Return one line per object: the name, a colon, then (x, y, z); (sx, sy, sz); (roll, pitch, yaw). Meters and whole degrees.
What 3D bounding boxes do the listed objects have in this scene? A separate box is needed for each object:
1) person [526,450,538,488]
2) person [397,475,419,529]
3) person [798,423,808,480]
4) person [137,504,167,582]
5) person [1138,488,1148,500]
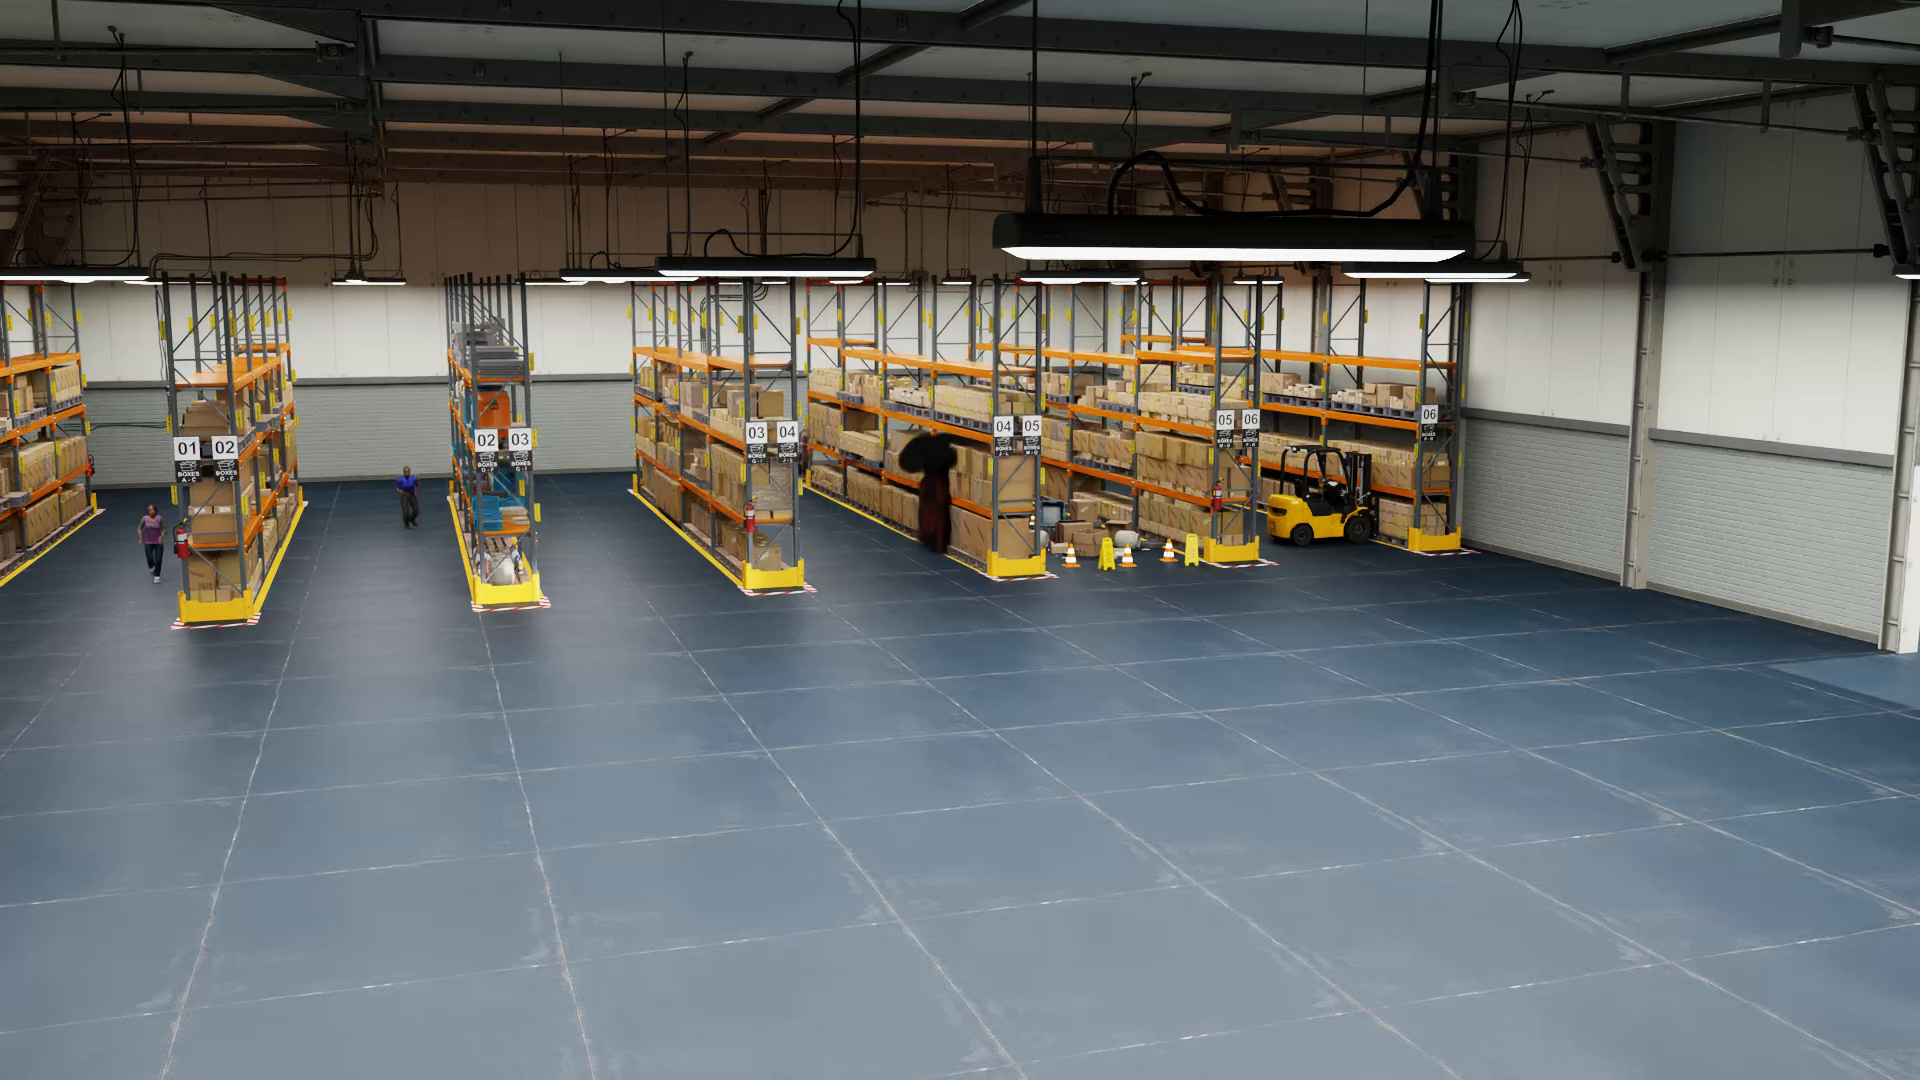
person: (-12.722, -2.362, 48.103); (0.935, 1.718, 0.593); (0, 9, -1)
person: (-13.181, -0.922, 39.700); (0.530, 1.366, 0.555); (-5, 10, -28)
person: (-4.634, -2.603, 49.563); (0.698, 1.771, 0.688); (5, 10, 32)
person: (-15.776, 0.072, 32.508); (0.531, 1.550, 0.568); (-4, 9, -23)
person: (4.874, -1.704, 43.573); (0.655, 1.756, 0.814); (-5, 10, -28)
